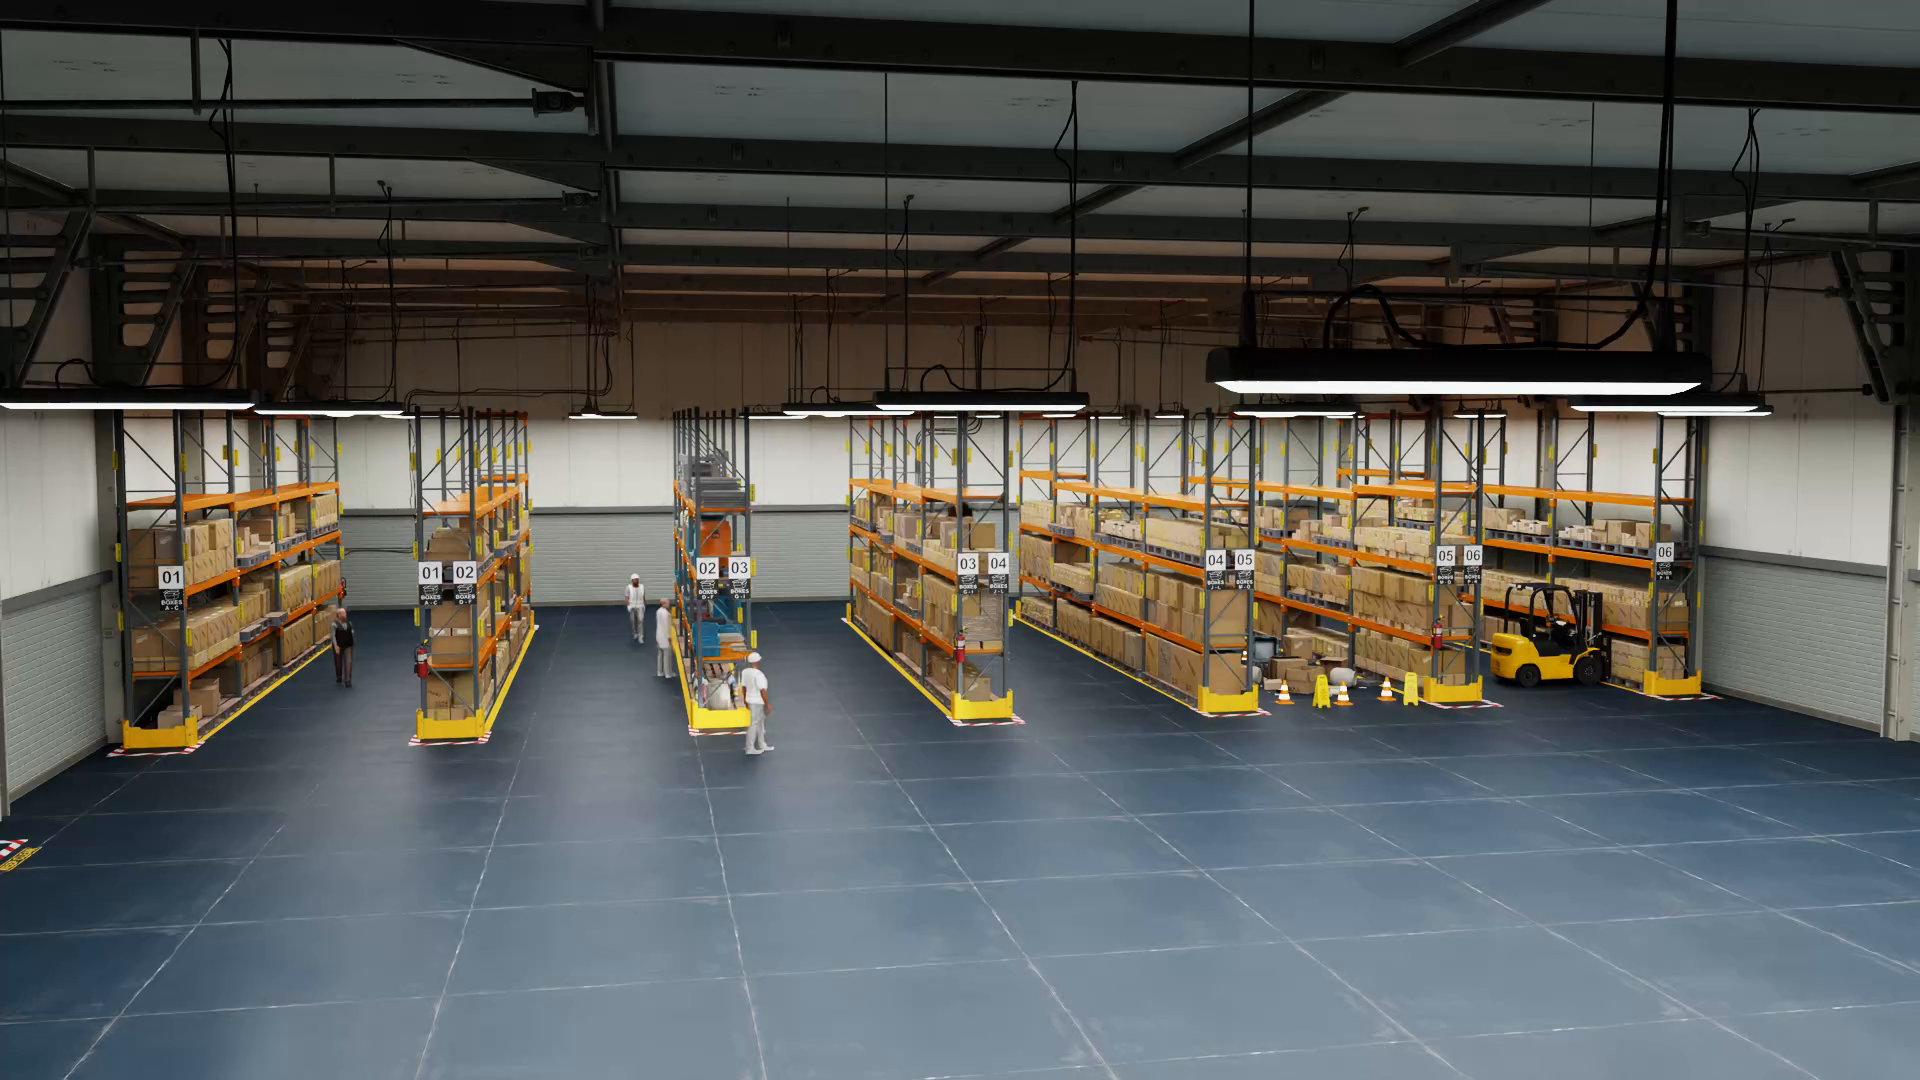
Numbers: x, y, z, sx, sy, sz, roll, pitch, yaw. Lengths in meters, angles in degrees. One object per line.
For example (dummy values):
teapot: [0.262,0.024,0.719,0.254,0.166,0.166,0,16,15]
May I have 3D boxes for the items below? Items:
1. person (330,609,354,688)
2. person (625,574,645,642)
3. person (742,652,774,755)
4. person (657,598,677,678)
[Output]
person: [-13.361,2.329,35.954,0.475,1.684,1.006,-1,4,-18]
person: [-8.456,1.749,43.201,0.500,1.729,0.975,0,4,-6]
person: [-3.445,2.807,28.667,0.597,1.768,0.612,-2,4,-23]
person: [-6.555,2.176,37.195,0.423,1.781,0.643,-2,5,-26]
